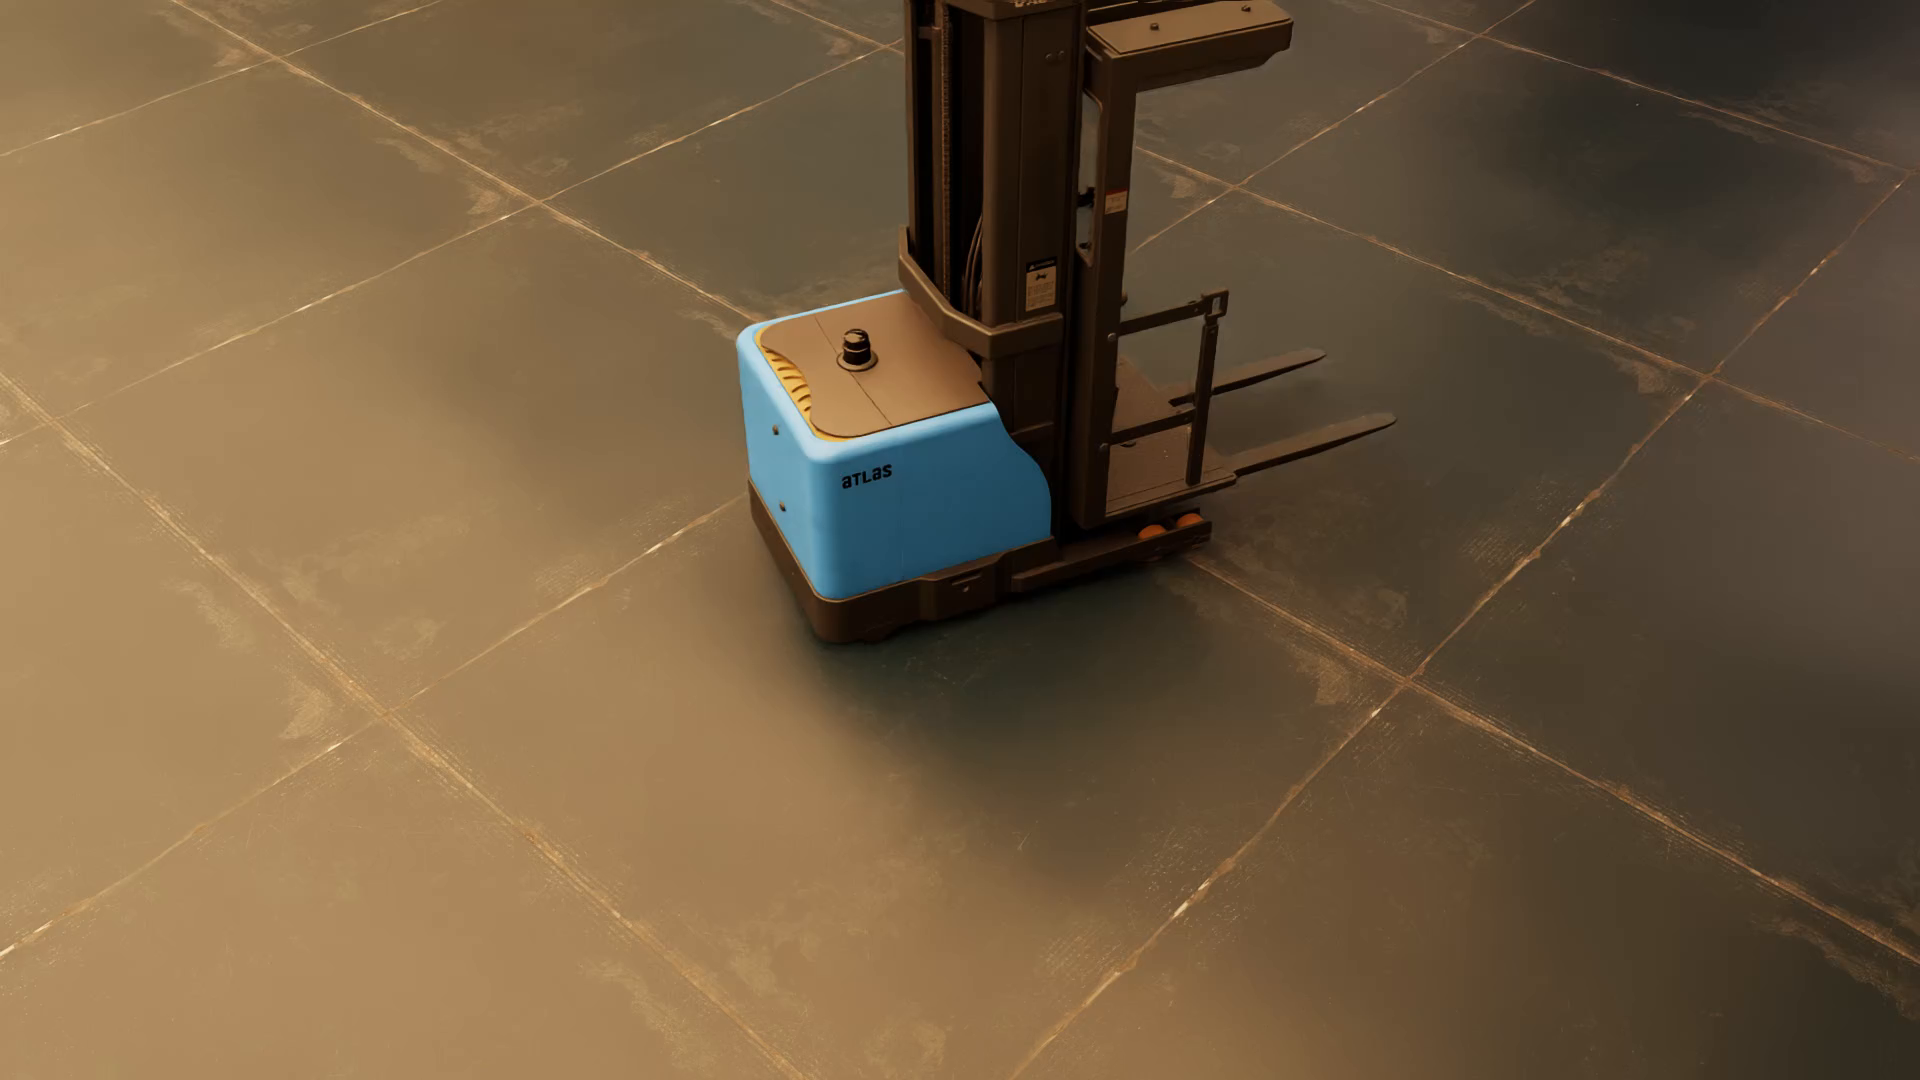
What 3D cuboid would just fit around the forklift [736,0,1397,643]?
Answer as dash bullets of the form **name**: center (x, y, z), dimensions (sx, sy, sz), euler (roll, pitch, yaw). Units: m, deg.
- **forklift**: center (0.593, -1.314, 6.960), dimensions (3.031, 2.935, 1.130), euler (-16, 43, -18)
